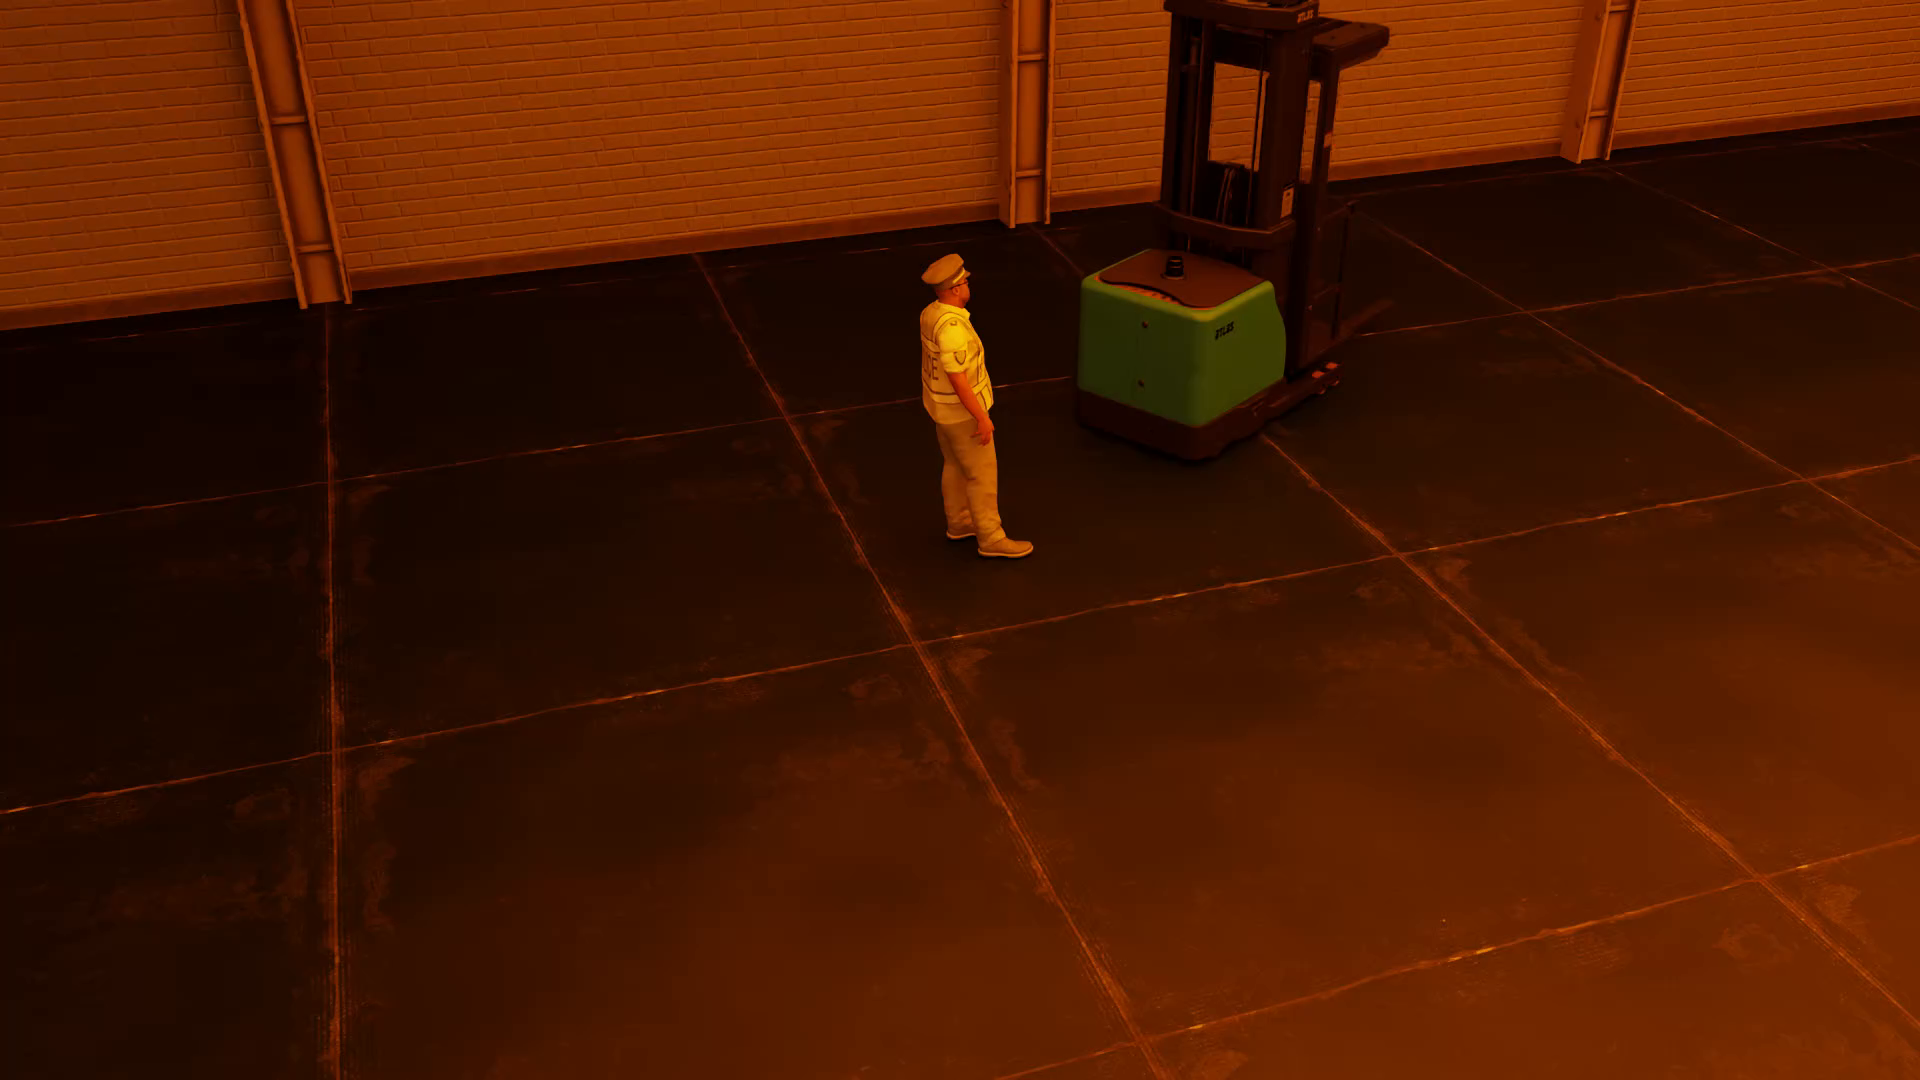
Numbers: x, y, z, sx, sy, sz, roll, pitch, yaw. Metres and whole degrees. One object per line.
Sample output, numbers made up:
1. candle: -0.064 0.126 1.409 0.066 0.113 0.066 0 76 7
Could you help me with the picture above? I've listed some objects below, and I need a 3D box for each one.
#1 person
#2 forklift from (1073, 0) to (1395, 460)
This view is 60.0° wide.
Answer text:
1. person: 0.077 -0.785 9.589 0.575 1.781 0.640 -10 31 -16
2. forklift: 2.109 -2.448 11.341 1.130 2.935 3.031 23 37 34
